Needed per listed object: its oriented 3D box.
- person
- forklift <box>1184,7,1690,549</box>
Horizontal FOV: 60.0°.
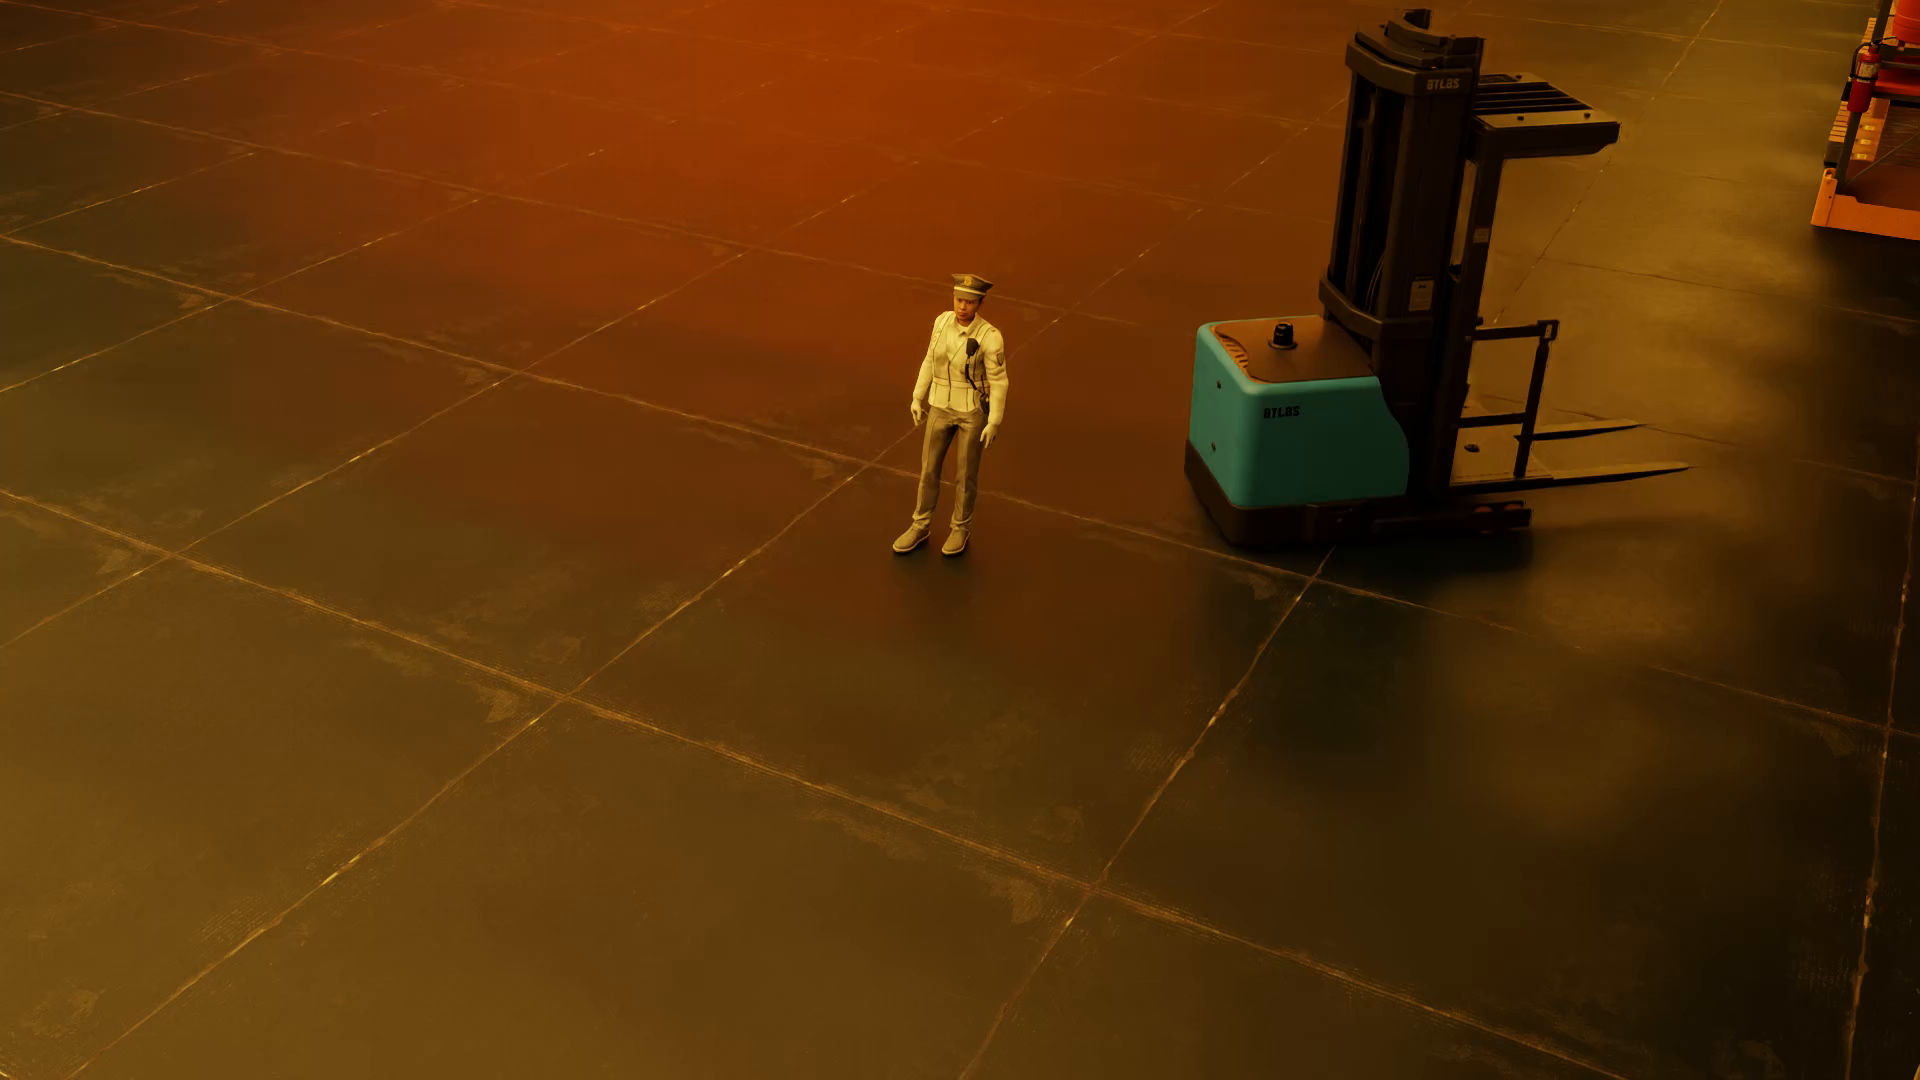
[{"bbox_3d":[-0.039,-0.712,9.527,0.586,1.694,0.531,15,33,25],"label":"person"},{"bbox_3d":[2.997,-1.561,9.776,3.031,2.935,1.130,-5,30,-9],"label":"forklift"}]
